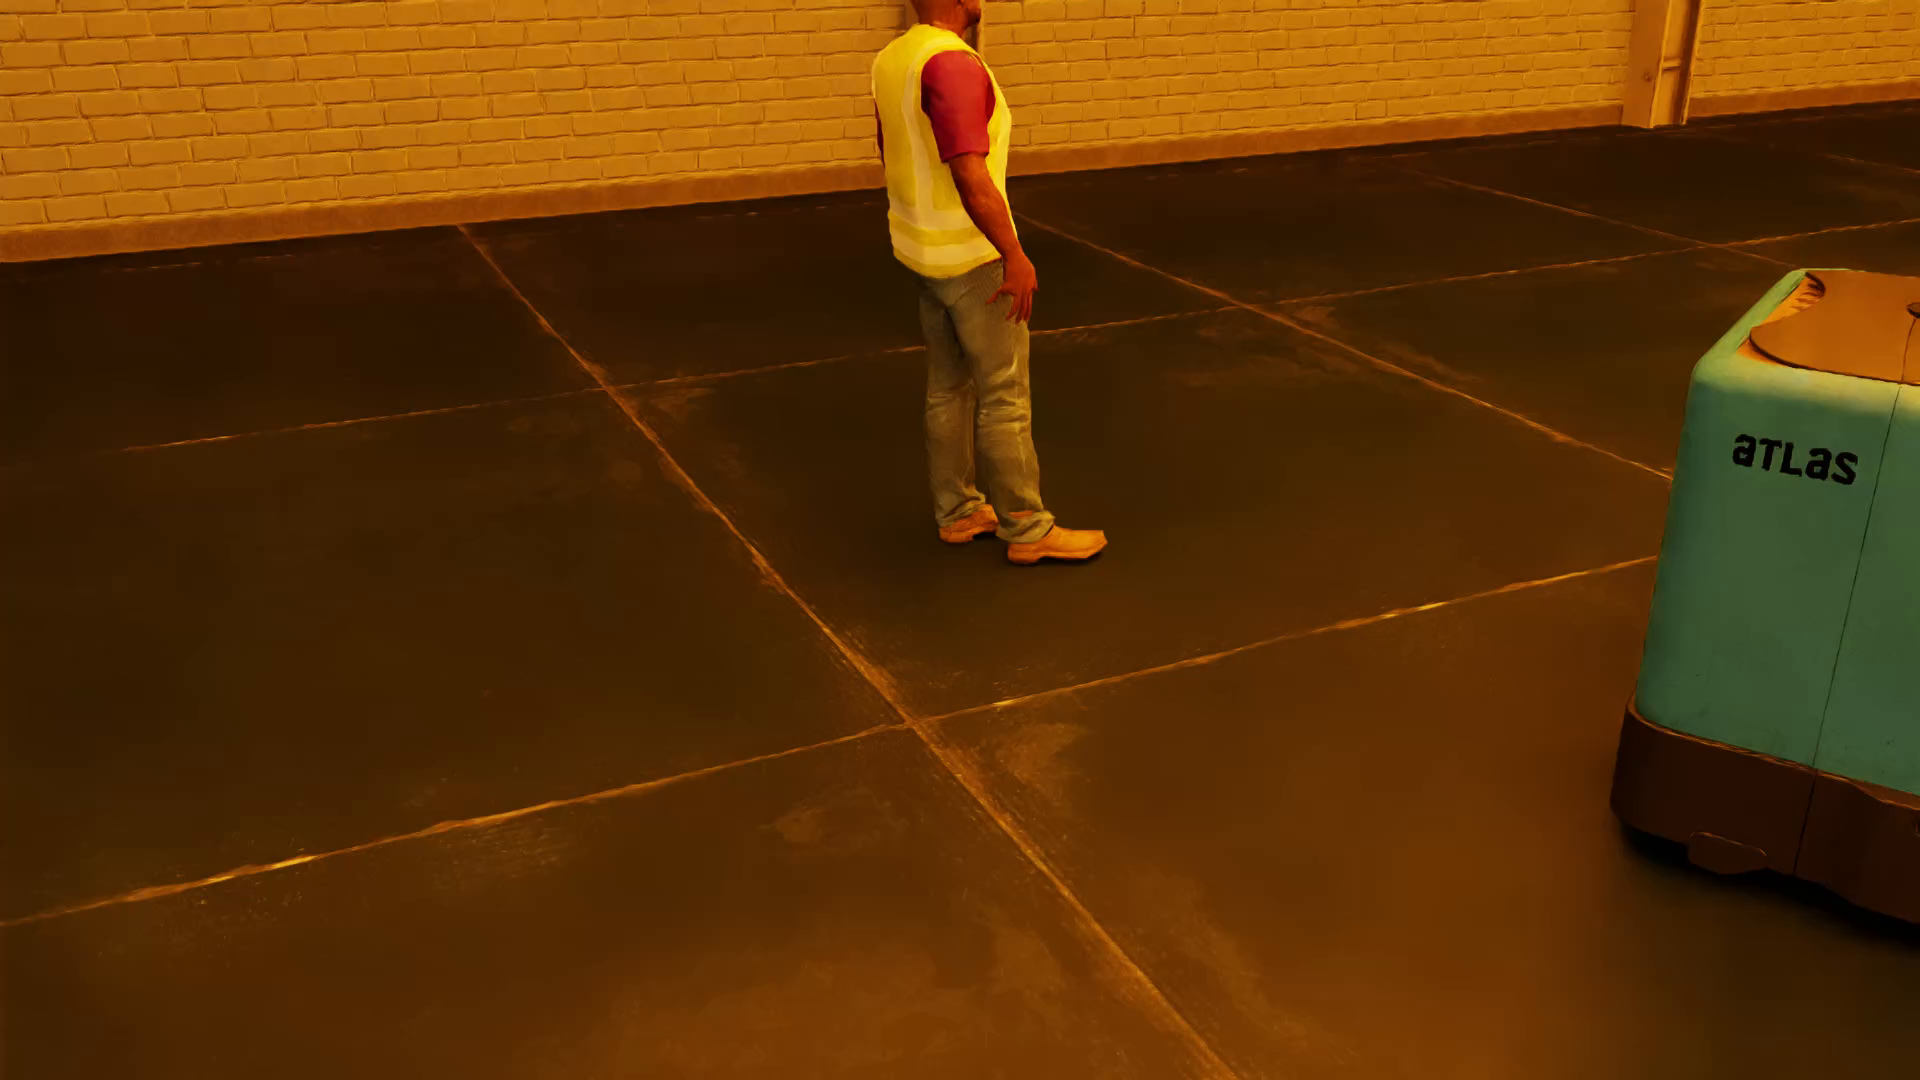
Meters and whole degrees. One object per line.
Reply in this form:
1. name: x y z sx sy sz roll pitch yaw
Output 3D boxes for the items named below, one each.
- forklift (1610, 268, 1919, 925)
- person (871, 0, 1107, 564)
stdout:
1. forklift: 2.887 -0.533 2.569 3.031 2.935 1.130 15 27 32
2. person: 0.065 -0.831 4.788 0.576 1.766 0.665 -10 25 -23
